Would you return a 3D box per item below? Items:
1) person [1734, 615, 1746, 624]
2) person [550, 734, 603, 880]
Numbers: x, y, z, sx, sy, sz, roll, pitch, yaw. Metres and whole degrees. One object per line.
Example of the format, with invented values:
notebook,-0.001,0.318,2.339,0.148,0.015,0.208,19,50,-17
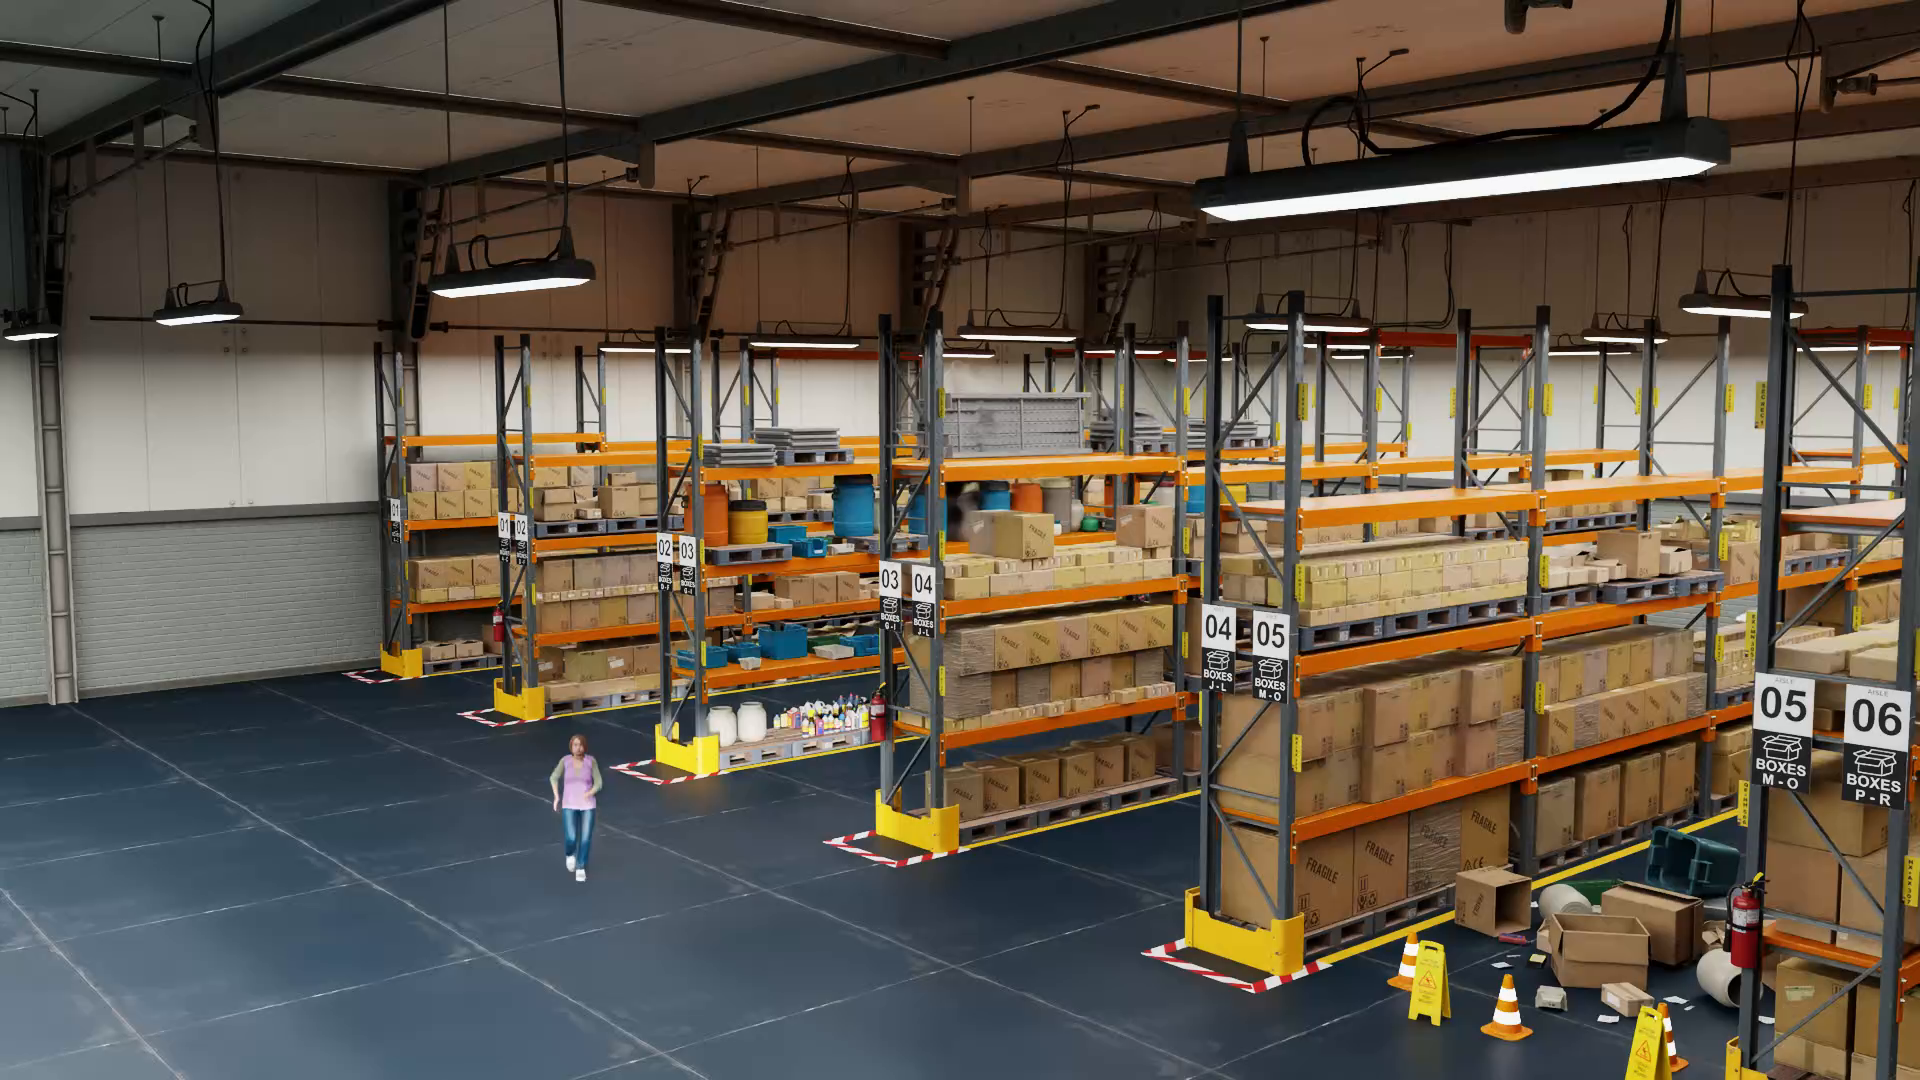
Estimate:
person,11.886,2.000,25.367,0.582,1.725,0.668,-5,7,-41
person,-3.992,2.807,17.354,0.532,1.560,0.541,-1,5,-15
